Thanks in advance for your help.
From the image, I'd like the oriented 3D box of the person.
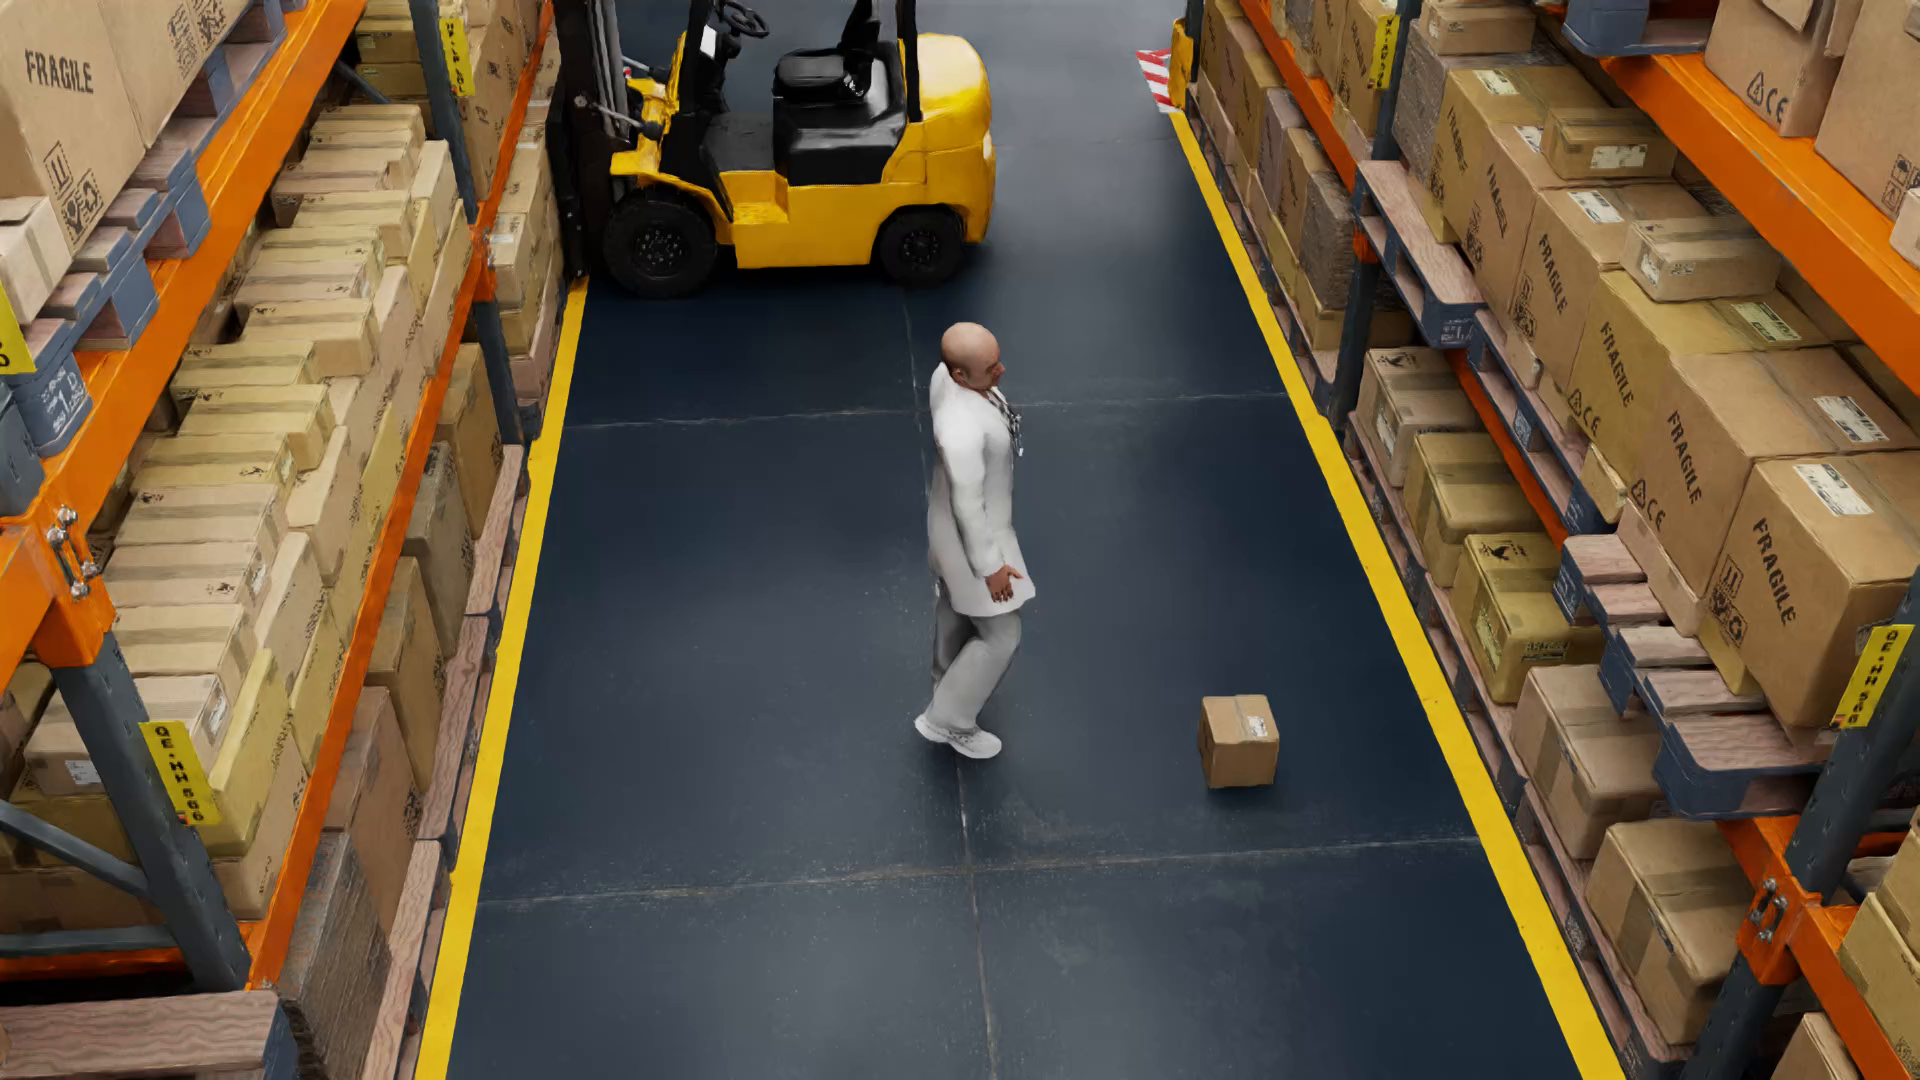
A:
[{"bbox_3d":[0.027,-0.037,6.185,0.466,1.803,0.674,-4,39,-5],"label":"person"}]
